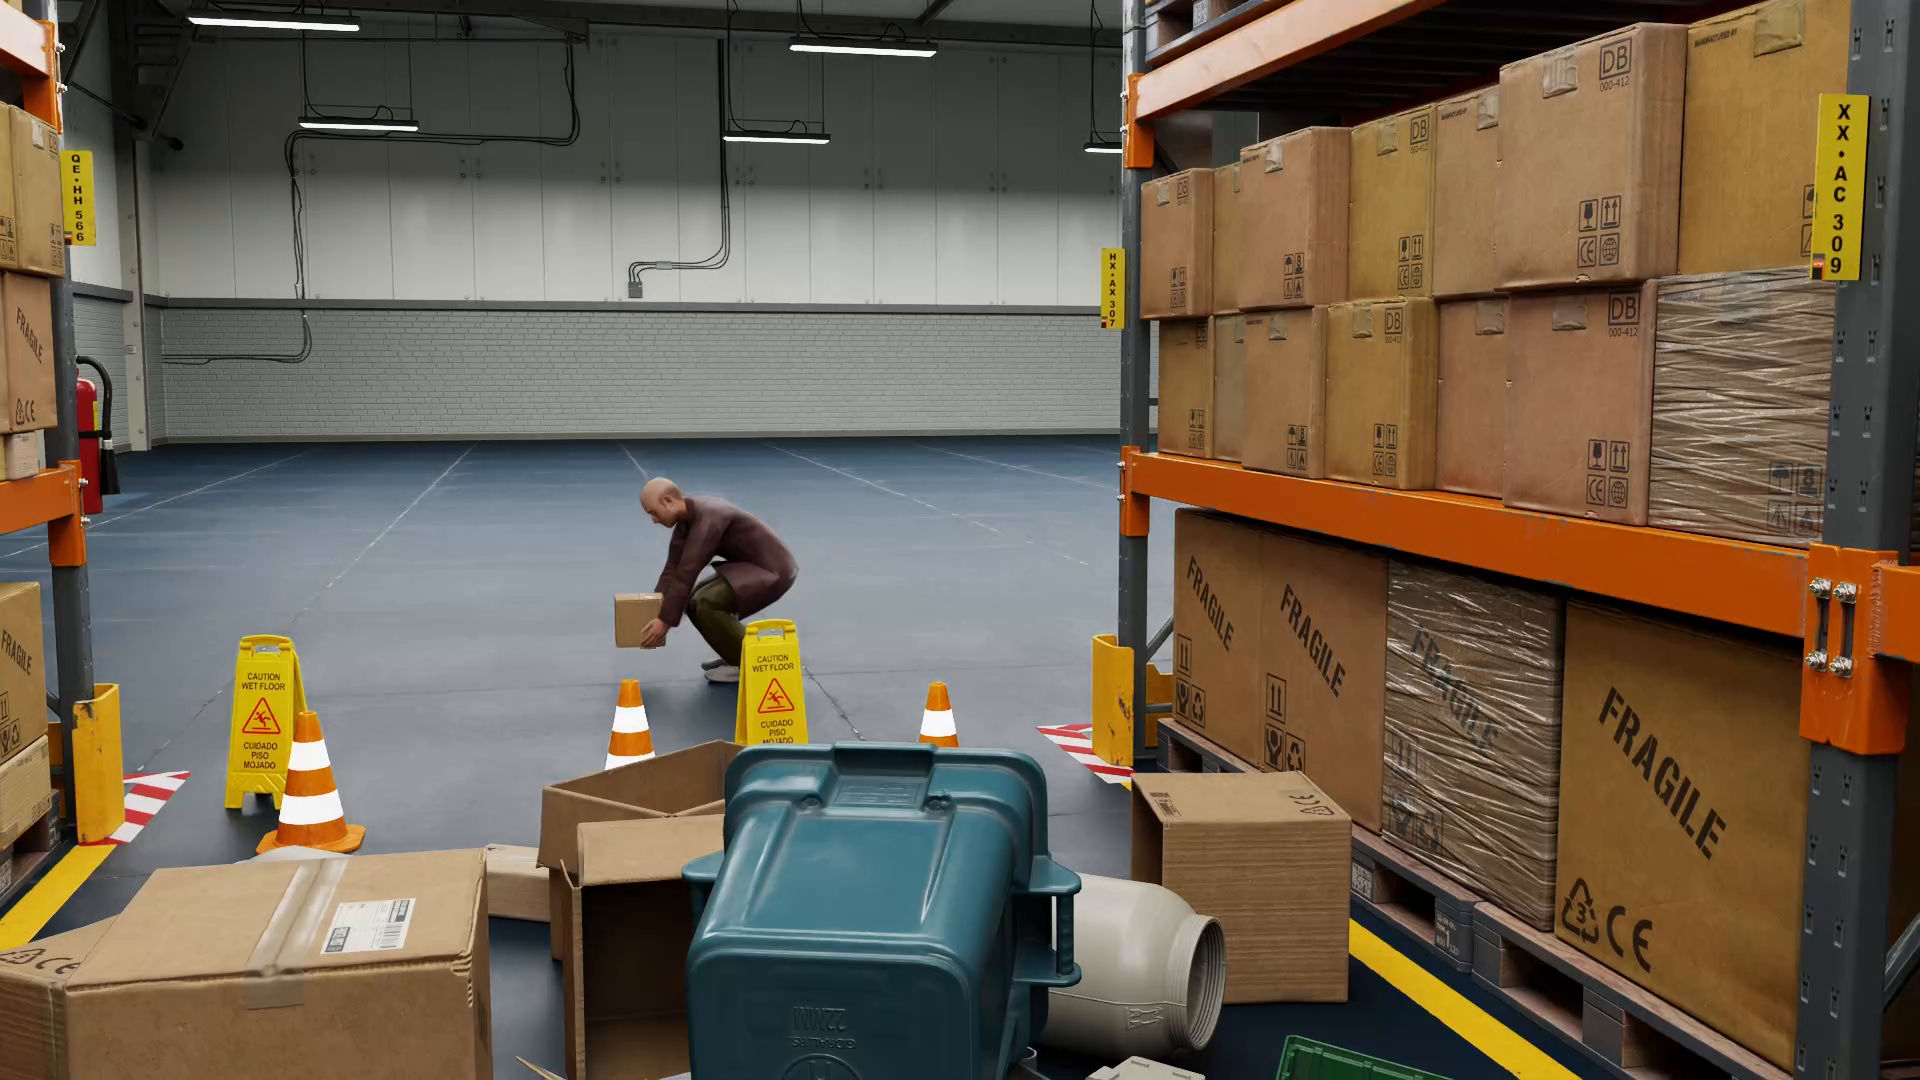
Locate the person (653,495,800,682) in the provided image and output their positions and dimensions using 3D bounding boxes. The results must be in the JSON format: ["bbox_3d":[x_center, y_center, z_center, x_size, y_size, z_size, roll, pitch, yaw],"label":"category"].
[{"bbox_3d":[-1.252,0.247,8.831,0.804,0.987,0.612,-1,6,-14],"label":"person"}]
